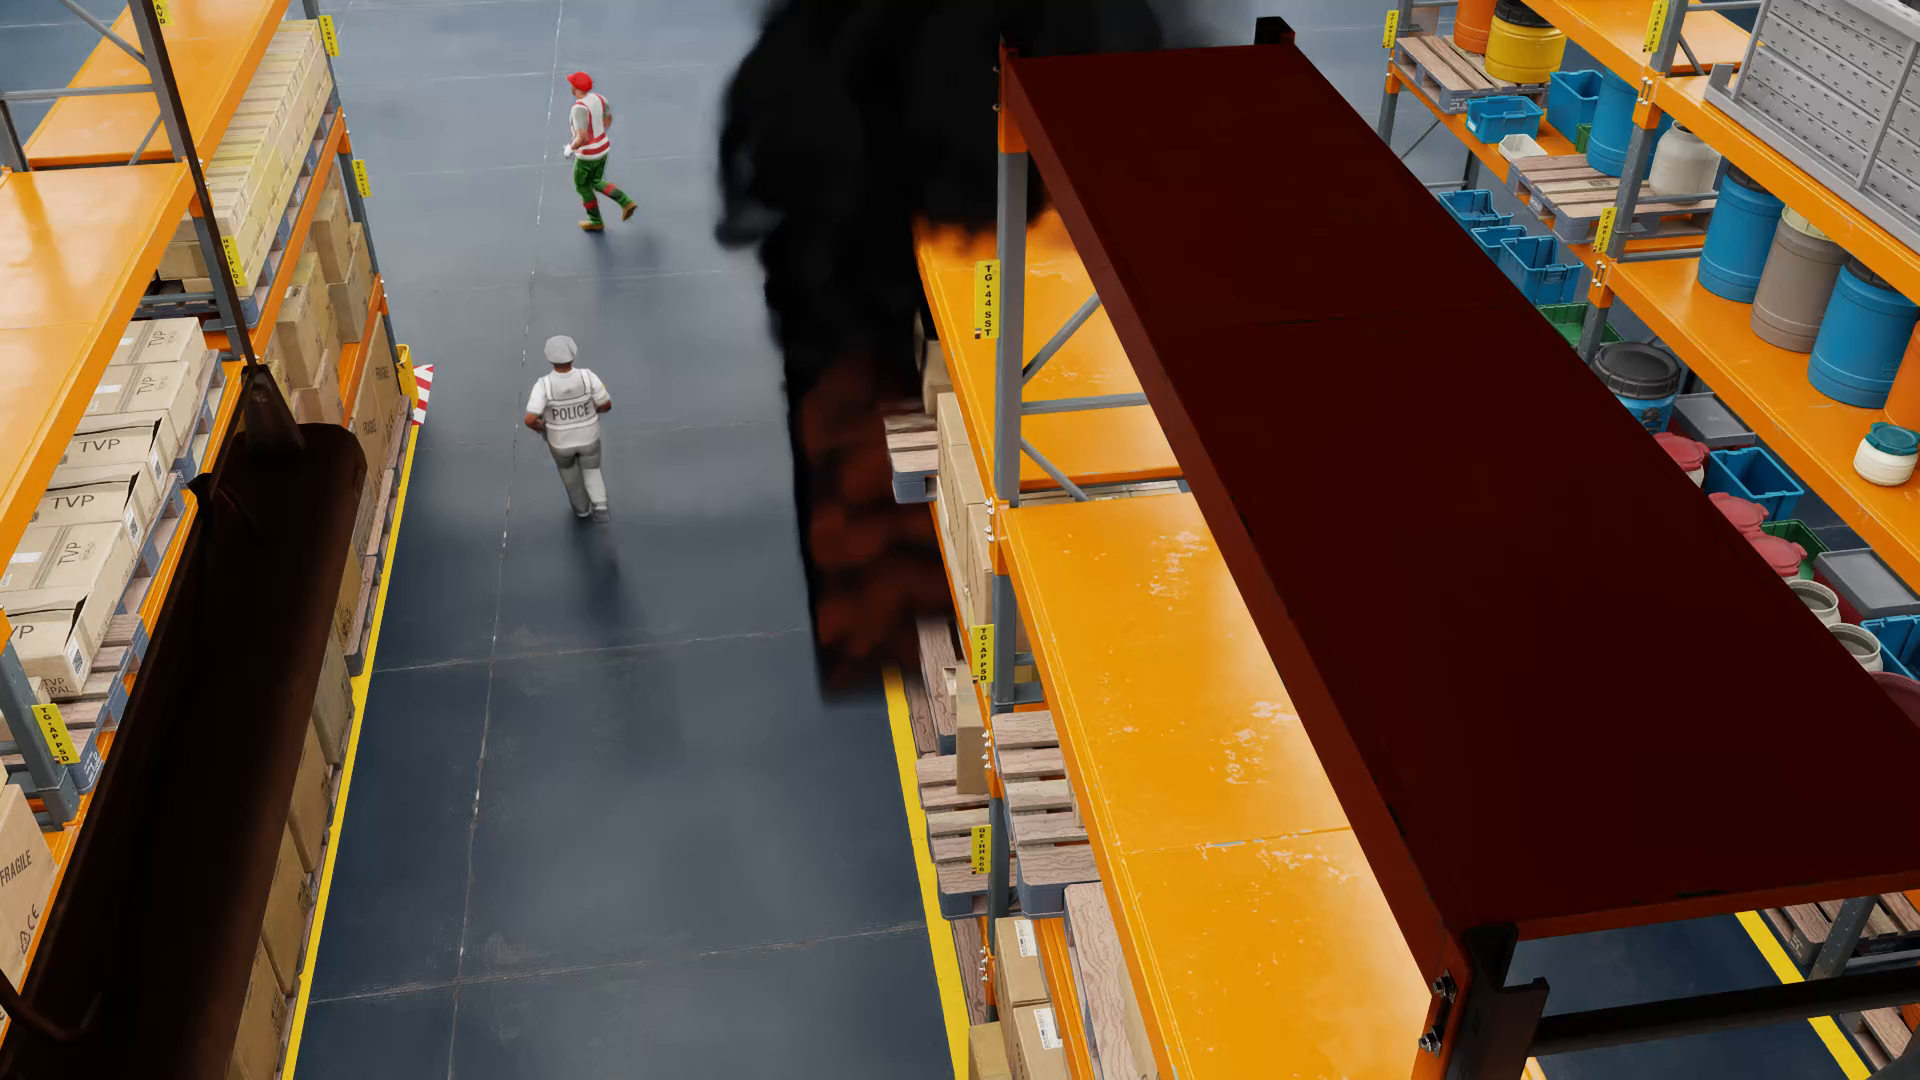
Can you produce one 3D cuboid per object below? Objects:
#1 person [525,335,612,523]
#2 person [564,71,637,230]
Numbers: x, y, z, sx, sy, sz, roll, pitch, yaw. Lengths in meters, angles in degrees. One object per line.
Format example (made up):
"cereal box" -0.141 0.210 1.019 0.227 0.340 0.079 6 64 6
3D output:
"person" -3.065 -0.824 13.124 0.677 1.749 0.812 -12 38 -16
"person" -3.835 -4.065 17.512 0.694 1.765 0.682 13 38 17
